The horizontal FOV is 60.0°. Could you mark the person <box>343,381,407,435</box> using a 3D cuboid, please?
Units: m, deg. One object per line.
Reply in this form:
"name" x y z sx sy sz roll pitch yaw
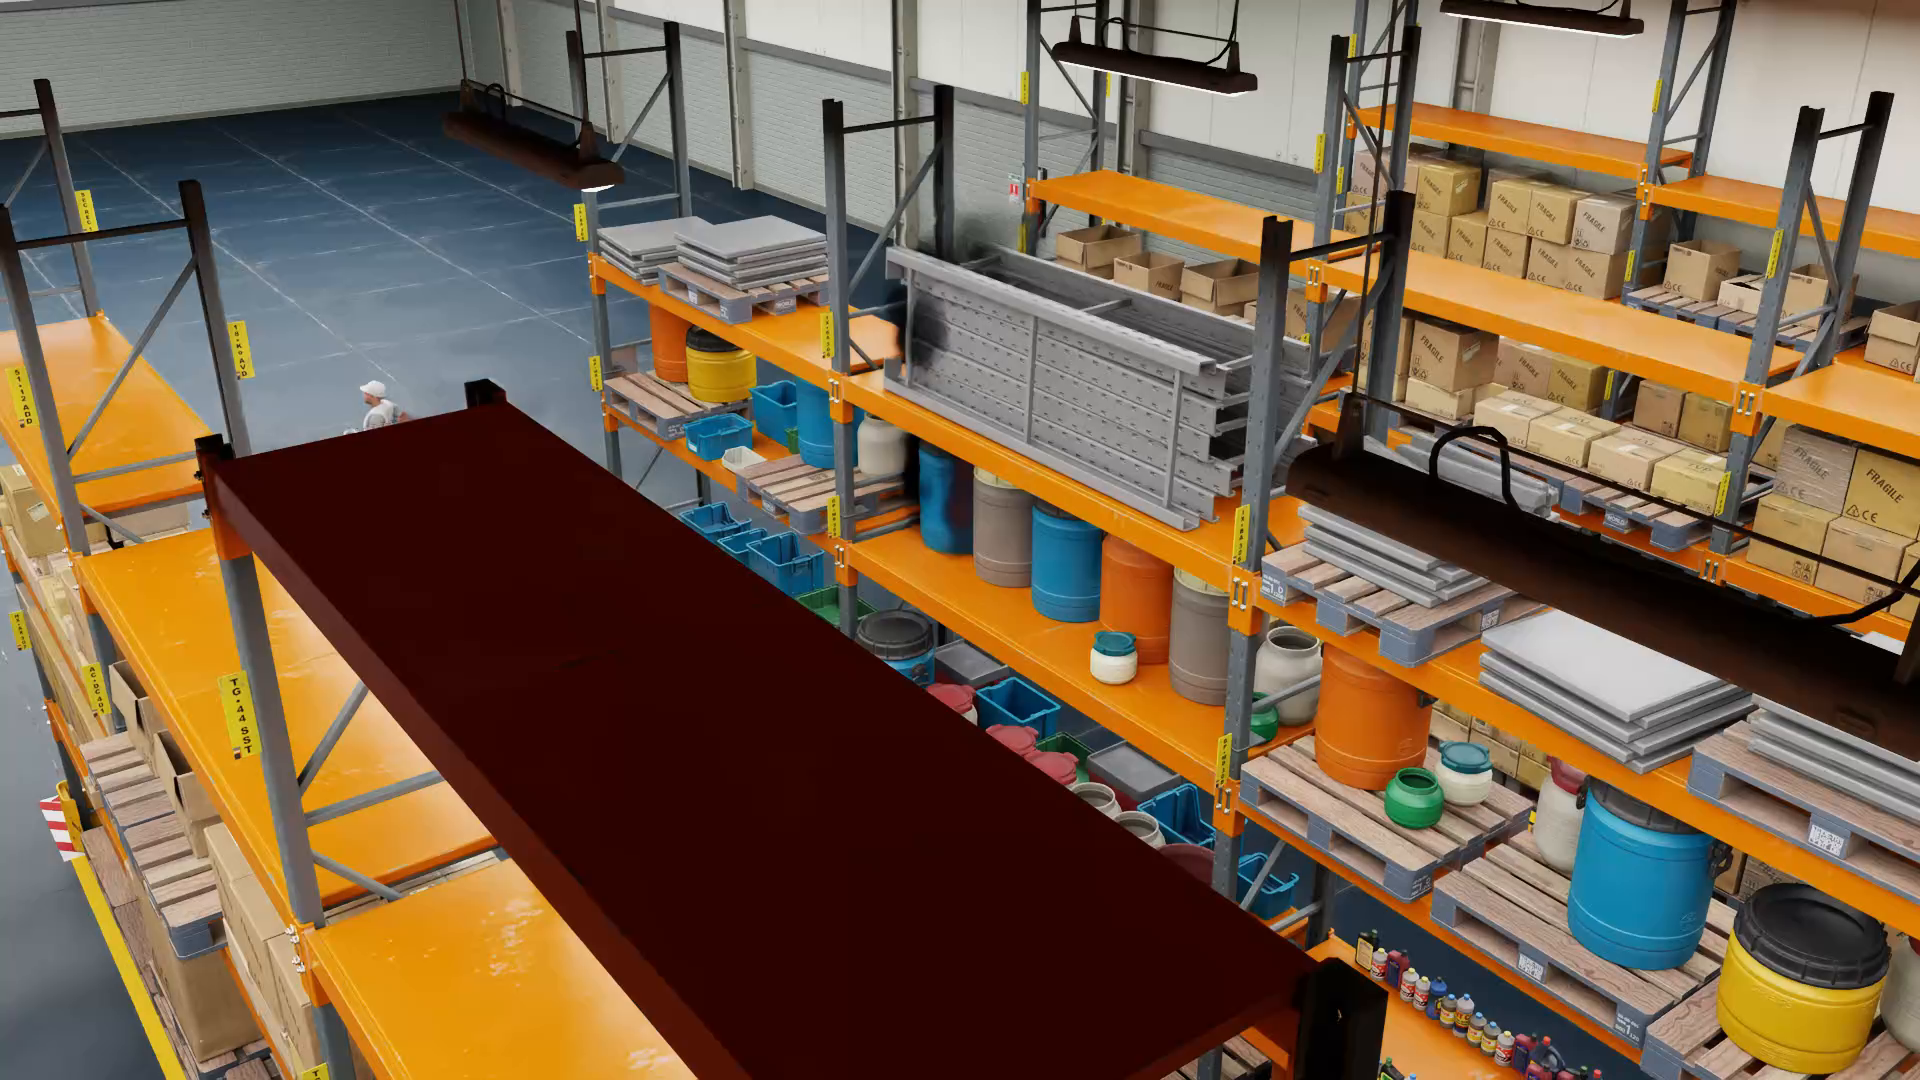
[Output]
"person" -6.580 -0.950 18.913 0.741 1.818 0.645 -5 25 -12
